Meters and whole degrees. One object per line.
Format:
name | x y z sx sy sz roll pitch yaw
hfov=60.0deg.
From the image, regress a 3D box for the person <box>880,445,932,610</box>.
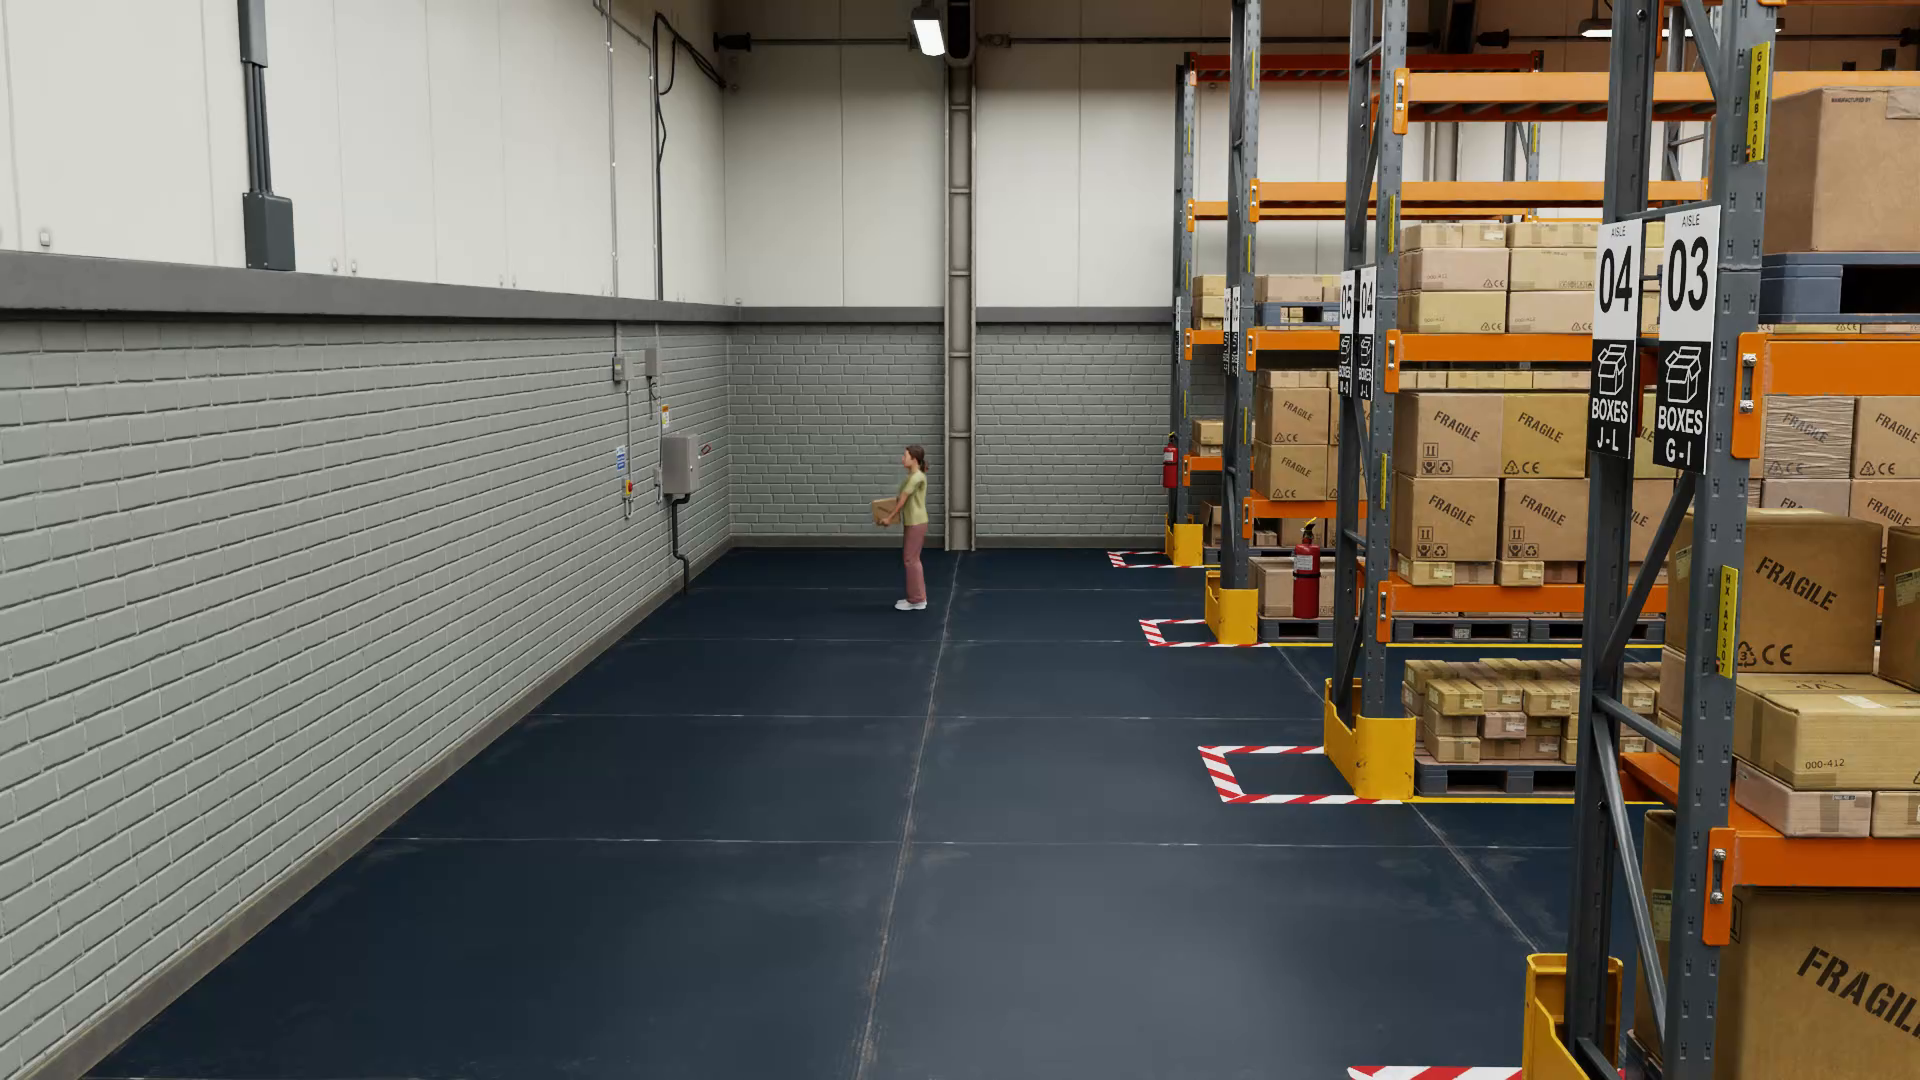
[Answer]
person | -0.543 -0.133 16.864 0.535 1.668 0.412 0 7 1
